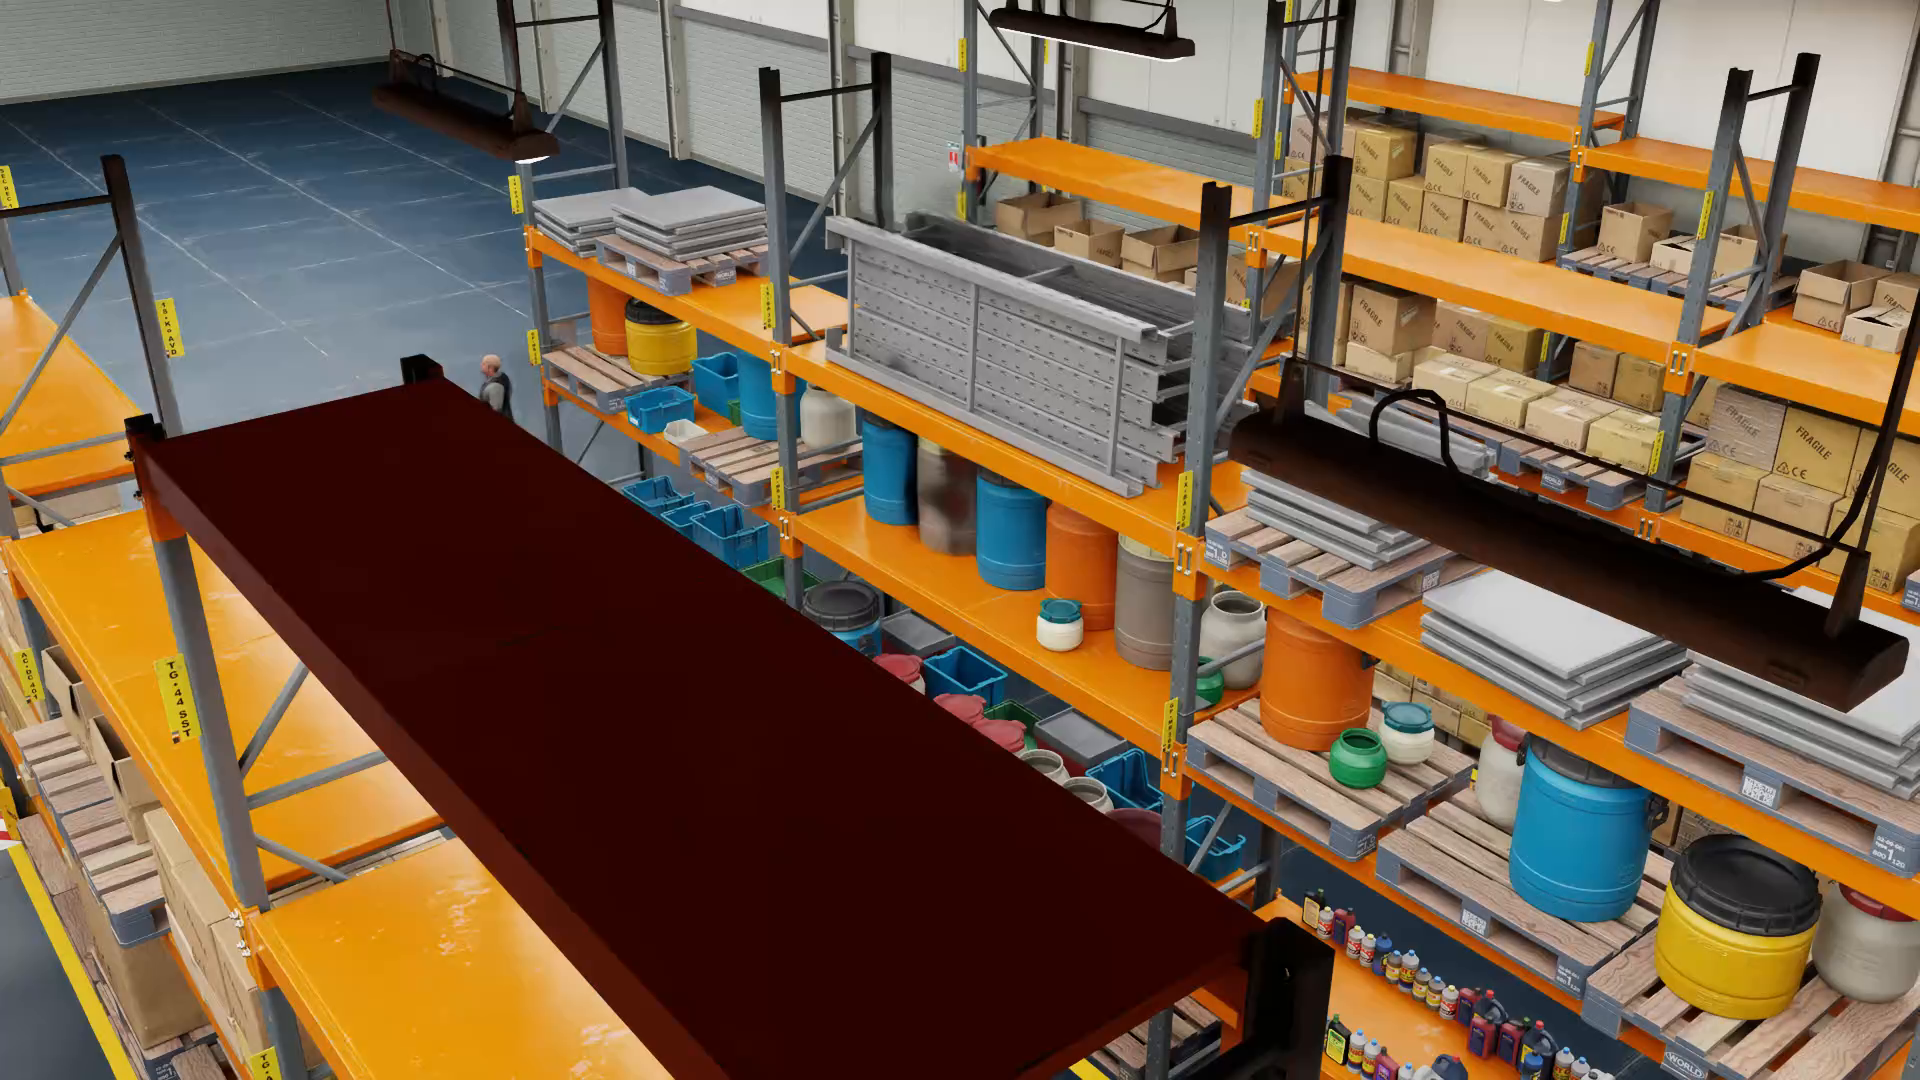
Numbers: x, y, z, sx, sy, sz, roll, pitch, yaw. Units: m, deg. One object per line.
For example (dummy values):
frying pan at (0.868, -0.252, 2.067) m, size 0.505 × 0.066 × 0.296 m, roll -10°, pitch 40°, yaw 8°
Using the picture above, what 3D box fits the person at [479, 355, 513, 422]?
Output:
person at (-5.243, -1.322, 19.058) m, size 0.771 × 1.686 × 0.695 m, roll -4°, pitch 26°, yaw -8°
